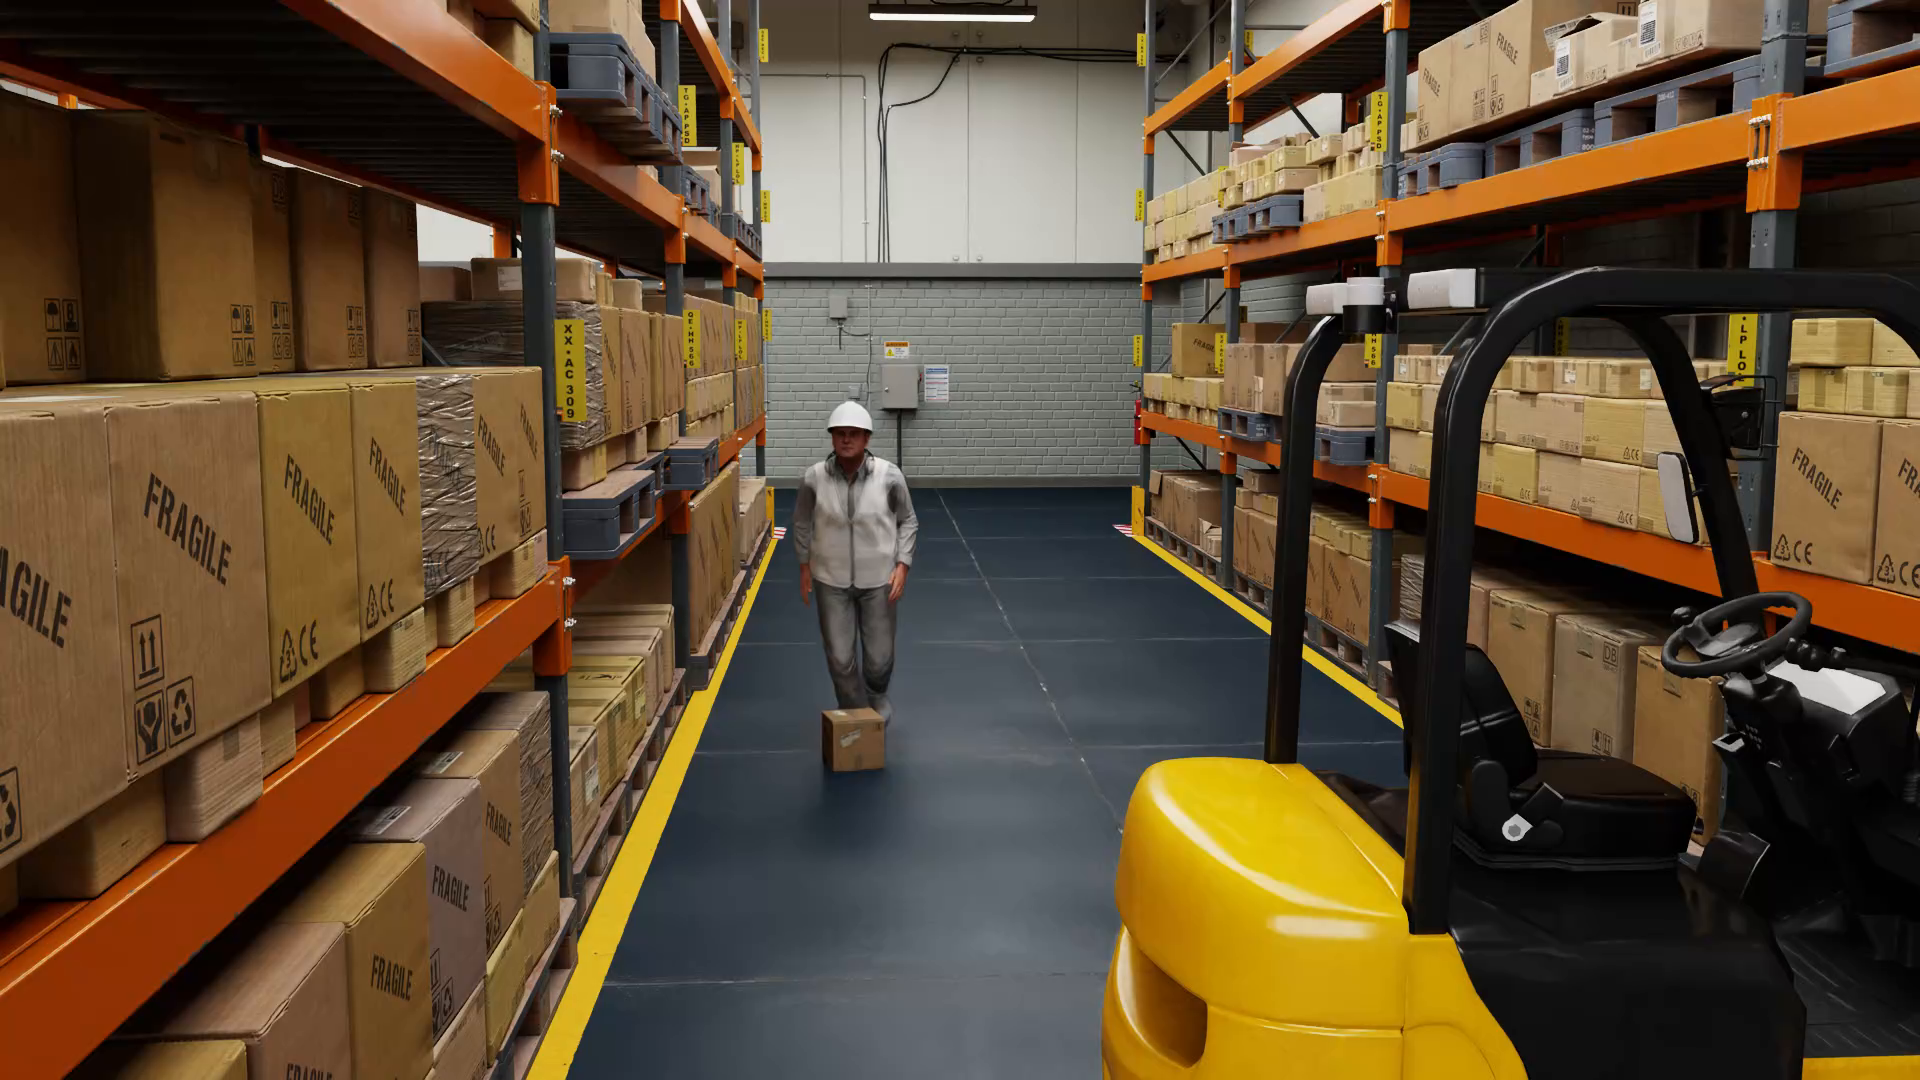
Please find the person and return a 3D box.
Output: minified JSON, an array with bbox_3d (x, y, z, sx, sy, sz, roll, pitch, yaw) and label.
[{"bbox_3d":[-0.518,0.179,8.231,0.624,1.735,0.692,0,7,-1],"label":"person"}]
